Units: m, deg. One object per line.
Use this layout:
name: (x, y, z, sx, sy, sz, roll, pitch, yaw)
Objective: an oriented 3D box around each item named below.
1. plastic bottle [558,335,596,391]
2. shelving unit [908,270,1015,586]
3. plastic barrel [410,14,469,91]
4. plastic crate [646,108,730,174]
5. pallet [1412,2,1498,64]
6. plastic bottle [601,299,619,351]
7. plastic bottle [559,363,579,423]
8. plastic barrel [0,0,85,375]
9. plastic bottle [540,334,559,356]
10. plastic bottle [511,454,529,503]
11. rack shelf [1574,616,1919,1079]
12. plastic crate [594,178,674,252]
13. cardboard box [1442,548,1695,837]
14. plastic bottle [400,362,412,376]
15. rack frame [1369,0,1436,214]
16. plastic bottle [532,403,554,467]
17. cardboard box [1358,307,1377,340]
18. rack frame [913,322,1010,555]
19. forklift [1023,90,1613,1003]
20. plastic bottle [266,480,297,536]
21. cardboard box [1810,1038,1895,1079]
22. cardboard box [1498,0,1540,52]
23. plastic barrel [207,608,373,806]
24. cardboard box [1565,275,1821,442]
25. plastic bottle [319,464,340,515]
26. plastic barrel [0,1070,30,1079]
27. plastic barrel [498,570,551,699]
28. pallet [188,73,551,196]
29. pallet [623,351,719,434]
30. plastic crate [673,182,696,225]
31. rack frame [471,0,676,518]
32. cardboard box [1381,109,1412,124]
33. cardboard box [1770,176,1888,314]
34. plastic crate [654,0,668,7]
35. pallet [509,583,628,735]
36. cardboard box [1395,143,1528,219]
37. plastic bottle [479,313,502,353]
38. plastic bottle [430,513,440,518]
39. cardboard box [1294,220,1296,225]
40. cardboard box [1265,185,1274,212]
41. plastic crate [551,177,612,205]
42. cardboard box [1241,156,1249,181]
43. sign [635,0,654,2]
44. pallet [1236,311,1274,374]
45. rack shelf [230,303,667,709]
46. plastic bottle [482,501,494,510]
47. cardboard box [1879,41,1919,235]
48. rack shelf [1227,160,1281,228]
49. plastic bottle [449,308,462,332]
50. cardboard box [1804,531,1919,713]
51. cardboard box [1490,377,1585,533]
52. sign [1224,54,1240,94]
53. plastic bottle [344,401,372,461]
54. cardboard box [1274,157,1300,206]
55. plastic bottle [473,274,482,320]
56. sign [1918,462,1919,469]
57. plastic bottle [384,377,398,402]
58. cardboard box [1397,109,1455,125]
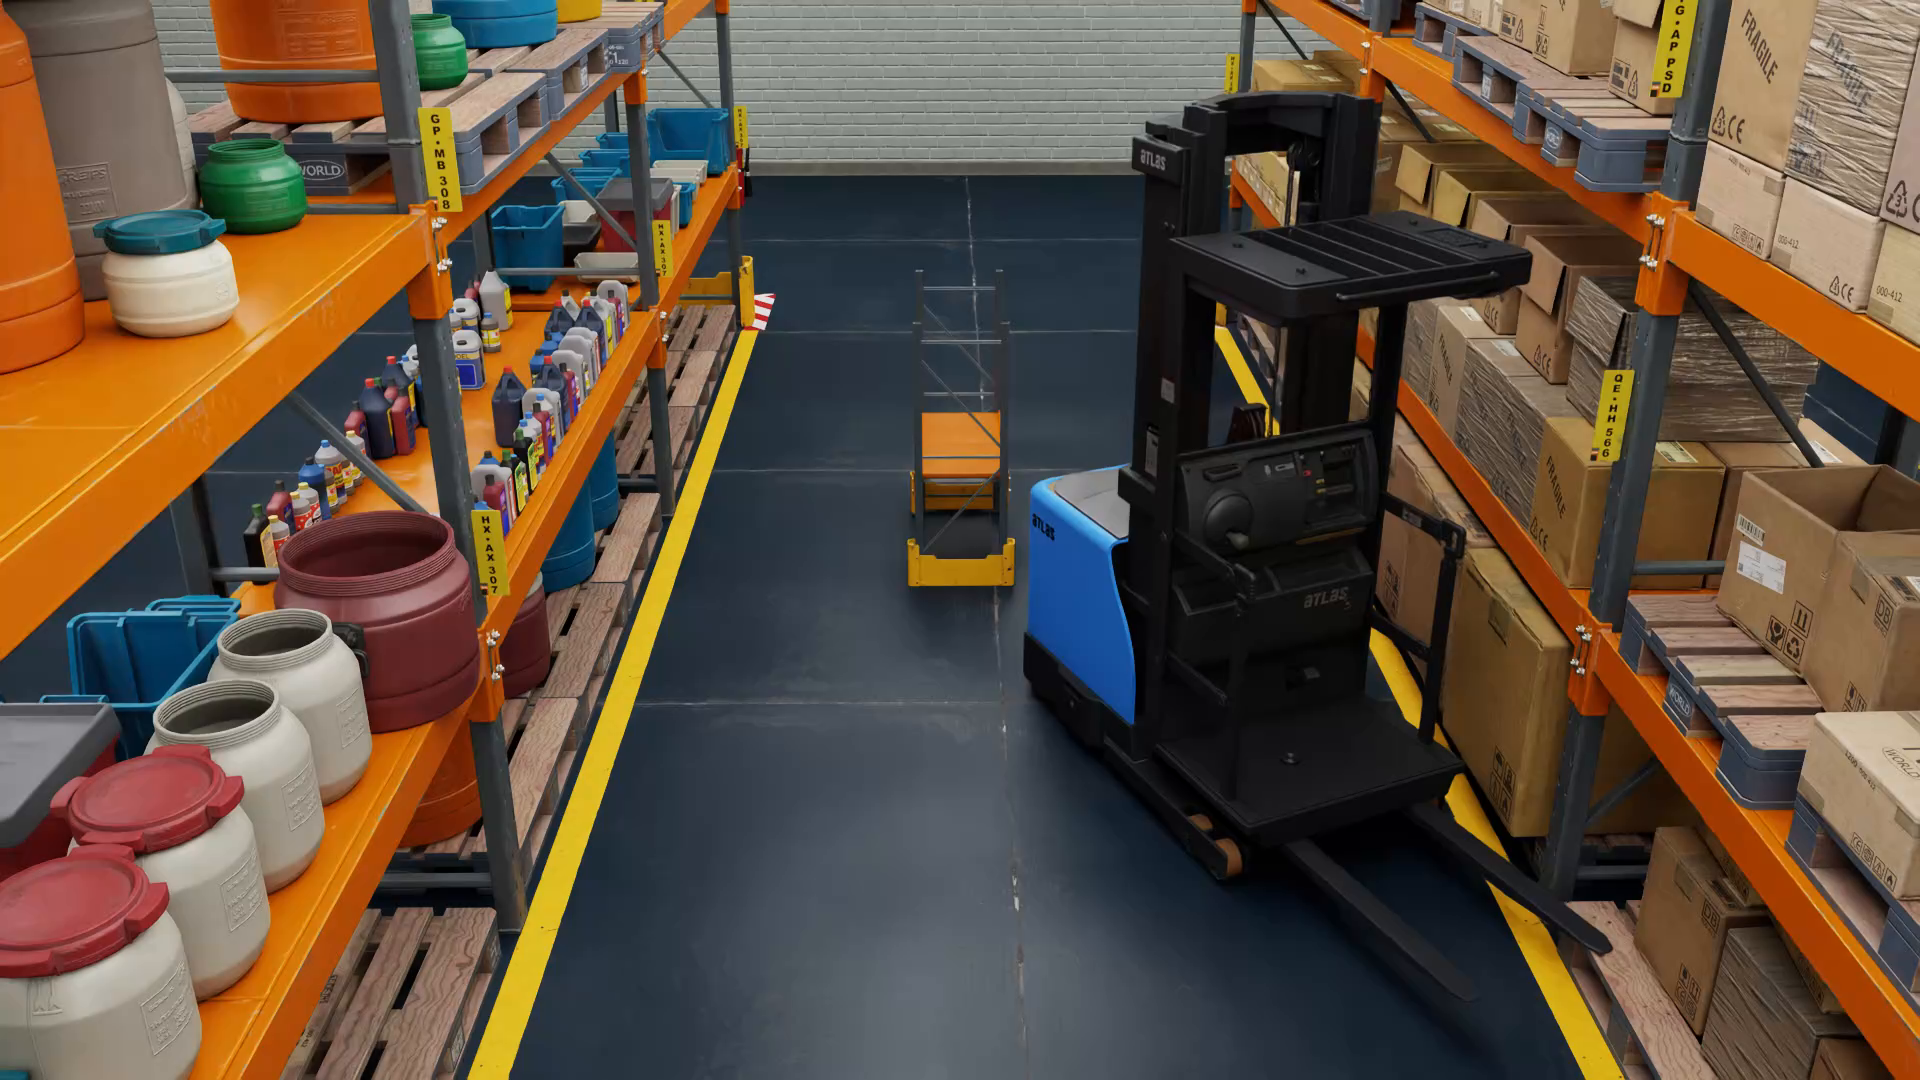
plastic bottle: (-1.894, -0.890, 8.229, 0.152, 0.276, 0.135, 0, 24, -1)
shelving unit: (0.001, -0.652, 9.371, 0.587, 1.500, 1.083, 0, 24, -1)
plastic barrel: (-1.971, -1.798, 6.125, 0.294, 0.245, 0.294, 0, 24, 0)
plastic crate: (-2.086, -3.076, 12.796, 0.616, 0.435, 0.499, 0, 24, -1)
pallet: (2.779, -2.446, 8.110, 0.805, 0.209, 1.217, -1, 24, -3)
plastic bottle: (-1.901, -1.154, 8.812, 0.152, 0.276, 0.135, 0, 24, -1)
plastic bottle: (-1.844, -0.703, 7.806, 0.061, 0.283, 0.133, 0, 24, -1)
plastic barrel: (-2.390, -0.827, 3.777, 0.600, 0.830, 0.708, 0, 24, -1)
plastic bottle: (-2.019, -0.880, 8.212, 0.097, 0.271, 0.097, 0, 24, 0)
plastic bottle: (-1.851, -0.256, 6.918, 0.097, 0.201, 0.097, 0, 24, 0)
rack shelf: (2.785, 1.256, 4.206, 1.077, 0.370, 4.000, 0, 24, -1)
plastic crate: (-1.992, -1.947, 10.265, 0.402, 0.464, 0.583, 0, 24, -1)
cardboard box: (2.777, 0.597, 6.860, 1.225, 0.875, 0.875, -1, 24, -3)
plastic bottle: (-2.621, -0.706, 7.826, 0.097, 0.271, 0.097, 0, 24, 0)
rack frame: (2.720, -1.544, 9.524, 1.000, 3.000, 0.127, 0, 24, -1)
plastic bottle: (-1.838, -0.476, 7.305, 0.061, 0.283, 0.133, 0, 24, -1)
cardboard box: (2.475, -1.399, 9.082, 0.500, 0.500, 0.500, 0, 24, 0)
rack frame: (0.006, -0.439, 8.900, 0.500, 1.500, 0.032, 0, 24, -1)
forklift: (1.397, -0.169, 6.568, 1.130, 2.935, 3.031, -11, 27, -23)
plastic bottle: (-2.623, -0.080, 6.429, 0.061, 0.283, 0.133, 0, 24, -1)
cardboard box: (2.823, 1.781, 4.672, 0.700, 0.500, 0.500, 2, 24, 4)
cardboard box: (2.720, -2.343, 7.015, 0.797, 0.503, 0.637, -1, 24, -1)
plastic barrel: (-1.964, 0.498, 4.872, 0.421, 0.512, 0.421, 0, 24, 0)
cardboard box: (2.772, -0.700, 6.319, 0.797, 0.503, 0.637, 1, 24, 1)
plastic bottle: (-2.609, -0.211, 6.817, 0.097, 0.201, 0.097, 0, 24, 0)
plastic barrel: (-2.007, 1.292, 3.422, 0.301, 0.262, 0.301, 0, 24, 0)
plastic barrel: (-2.224, 0.367, 7.715, 0.600, 0.588, 0.708, 0, 24, -1)
pallet: (-2.100, -1.470, 5.949, 1.003, 0.211, 1.213, 0, 24, -1)
pallet: (-2.296, -1.058, 11.833, 1.003, 0.211, 1.213, 0, 24, -1)
plastic crate: (-1.998, -2.276, 11.273, 0.416, 0.233, 0.300, 0, 24, -1)
rack frame: (-2.233, -1.522, 9.475, 1.000, 3.000, 0.127, 0, 24, -1)
cardboard box: (2.446, -2.348, 10.212, 0.500, 0.500, 0.500, 0, 24, 0)
cardboard box: (2.519, -0.788, 4.394, 0.500, 0.250, 0.500, 0, 24, 1)
plastic crate: (-1.972, -3.342, 10.018, 0.497, 0.269, 0.590, 0, 24, -1)
pallet: (-2.250, 0.571, 8.232, 1.003, 0.211, 1.213, 0, 24, -1)
cardboard box: (2.735, -1.783, 8.715, 0.797, 0.503, 0.637, -1, 24, -2)
plastic bottle: (-2.480, -1.096, 8.775, 0.097, 0.201, 0.097, 0, 24, 0)
plastic bottle: (-2.023, 0.004, 6.252, 0.152, 0.276, 0.135, 0, 24, -1)
cardboard box: (2.377, -1.978, 10.788, 0.380, 0.149, 0.250, 0, 24, 0)
cardboard box: (2.366, -2.400, 11.722, 0.380, 0.149, 0.250, -1, 24, -1)
plastic crate: (-2.585, -2.352, 11.440, 0.416, 0.233, 0.300, 0, 24, -1)
cardboard box: (2.354, -2.824, 12.660, 0.380, 0.149, 0.250, -1, 24, -1)
sign: (-1.683, -2.894, 8.858, 0.100, 0.325, 0.005, 0, 24, -1)
pallet: (2.763, -1.593, 13.015, 1.003, 0.211, 1.213, 0, 24, -1)
rack shelf: (-2.211, -0.370, 7.801, 1.077, 0.370, 4.000, 0, 24, -1)
plastic bottle: (-1.846, -0.051, 6.463, 0.097, 0.201, 0.097, 0, 24, 0)
cardboard box: (2.526, -0.925, 3.787, 0.500, 0.500, 0.500, -1, 24, -2)
rack shelf: (2.698, -2.040, 11.494, 1.077, 0.370, 4.000, 0, 24, -1)
plastic bottle: (-2.631, -1.072, 8.636, 0.097, 0.271, 0.097, 0, 24, 0)
cardboard box: (2.915, 0.319, 4.773, 0.700, 0.500, 0.500, 3, 25, 7)
cardboard box: (2.511, -0.349, 6.760, 0.500, 0.500, 0.500, 0, 24, -1)
sign: (2.121, -3.623, 12.973, 0.100, 0.325, 0.005, 0, 24, -1)
plastic bottle: (-2.633, -0.456, 7.260, 0.061, 0.283, 0.133, 0, 24, -1)
cardboard box: (2.437, -2.424, 11.291, 0.500, 0.250, 0.500, -1, 24, -2)
plastic bottle: (-2.655, -1.316, 9.160, 0.061, 0.283, 0.133, 0, 24, -1)
sign: (3.306, -0.394, 5.671, 0.100, 0.325, 0.005, 0, 24, -1)
plastic bottle: (-2.575, -0.587, 7.551, 0.061, 0.283, 0.133, 0, 24, -1)
cardboard box: (2.973, -2.354, 10.227, 0.500, 0.500, 0.500, 0, 24, -1)
